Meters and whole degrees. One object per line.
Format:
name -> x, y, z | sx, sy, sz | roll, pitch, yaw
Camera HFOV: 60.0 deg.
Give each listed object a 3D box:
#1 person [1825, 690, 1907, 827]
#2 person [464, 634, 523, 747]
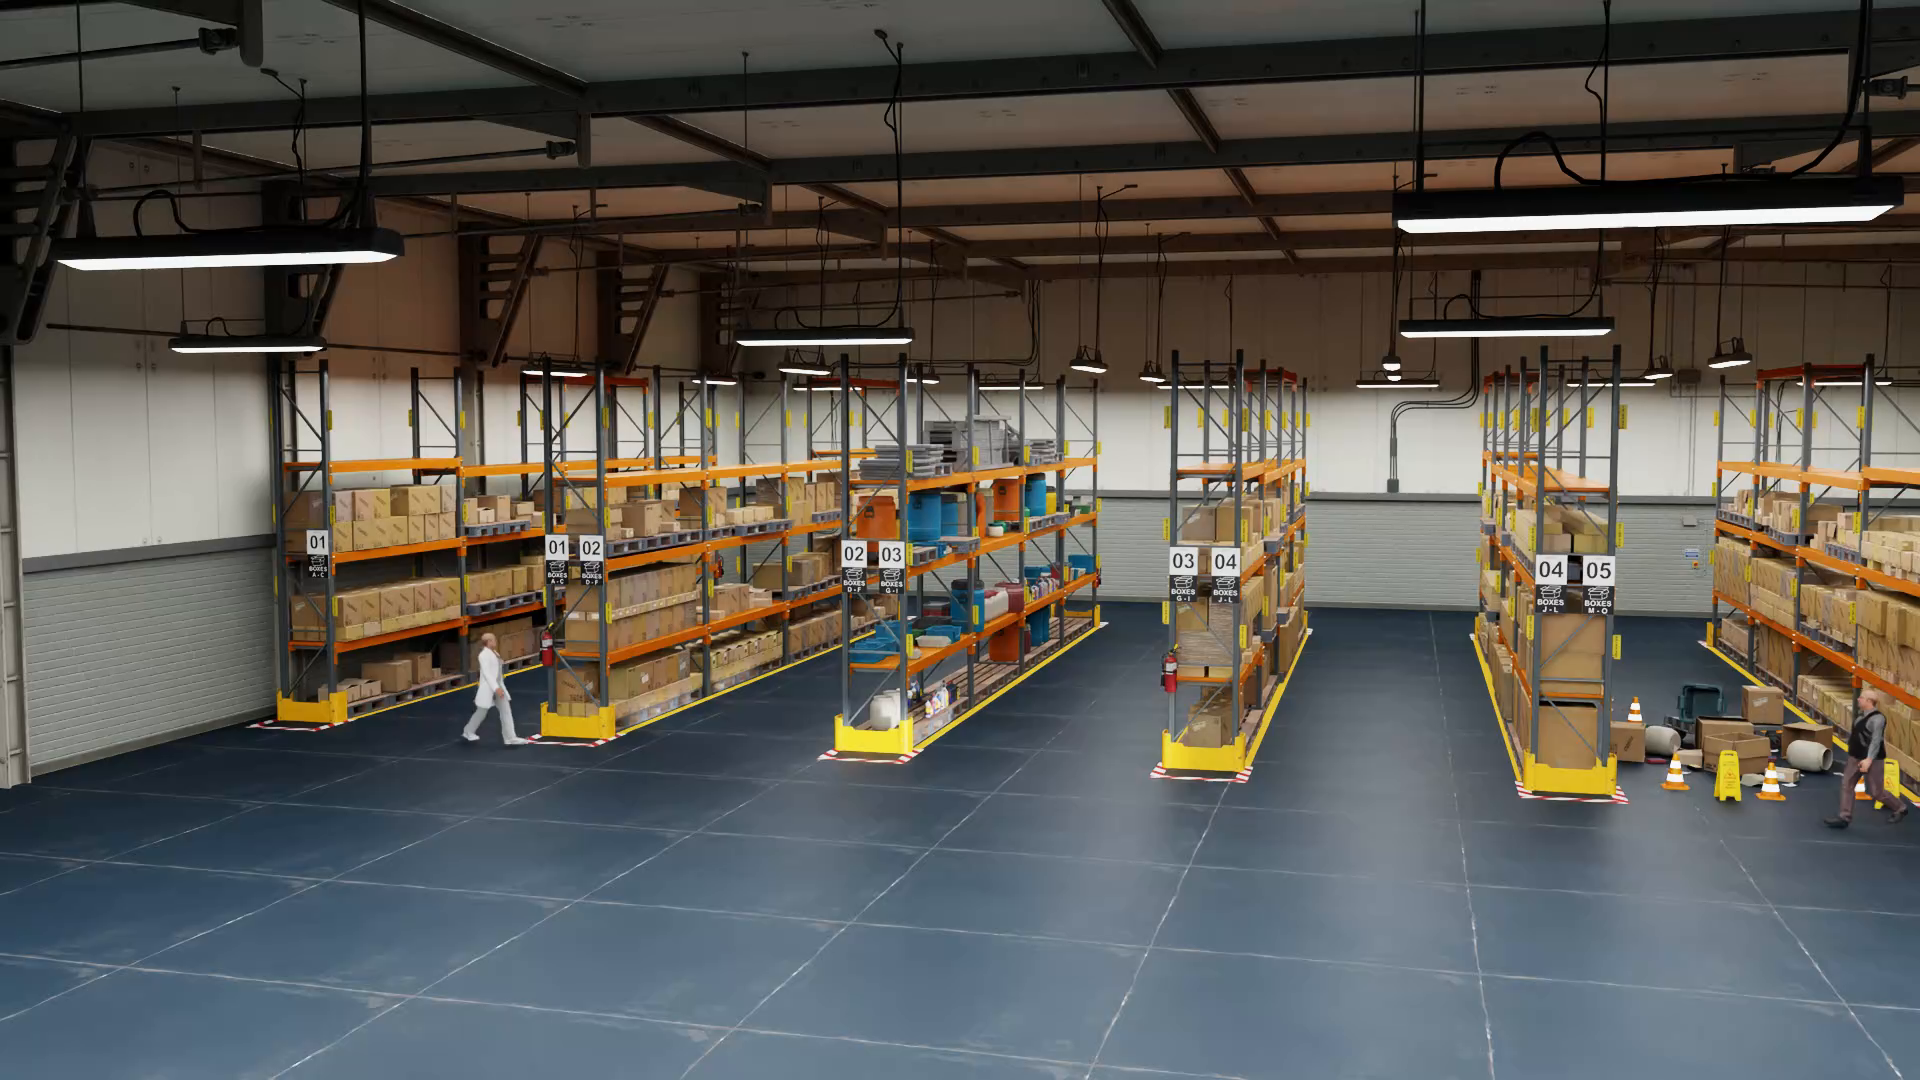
person -> 11.154, 2.687, 20.395 | 0.914, 1.705, 0.508 | -1, 4, -14
person -> -7.198, 2.310, 25.622 | 1.057, 1.736, 0.543 | 3, 5, 34
